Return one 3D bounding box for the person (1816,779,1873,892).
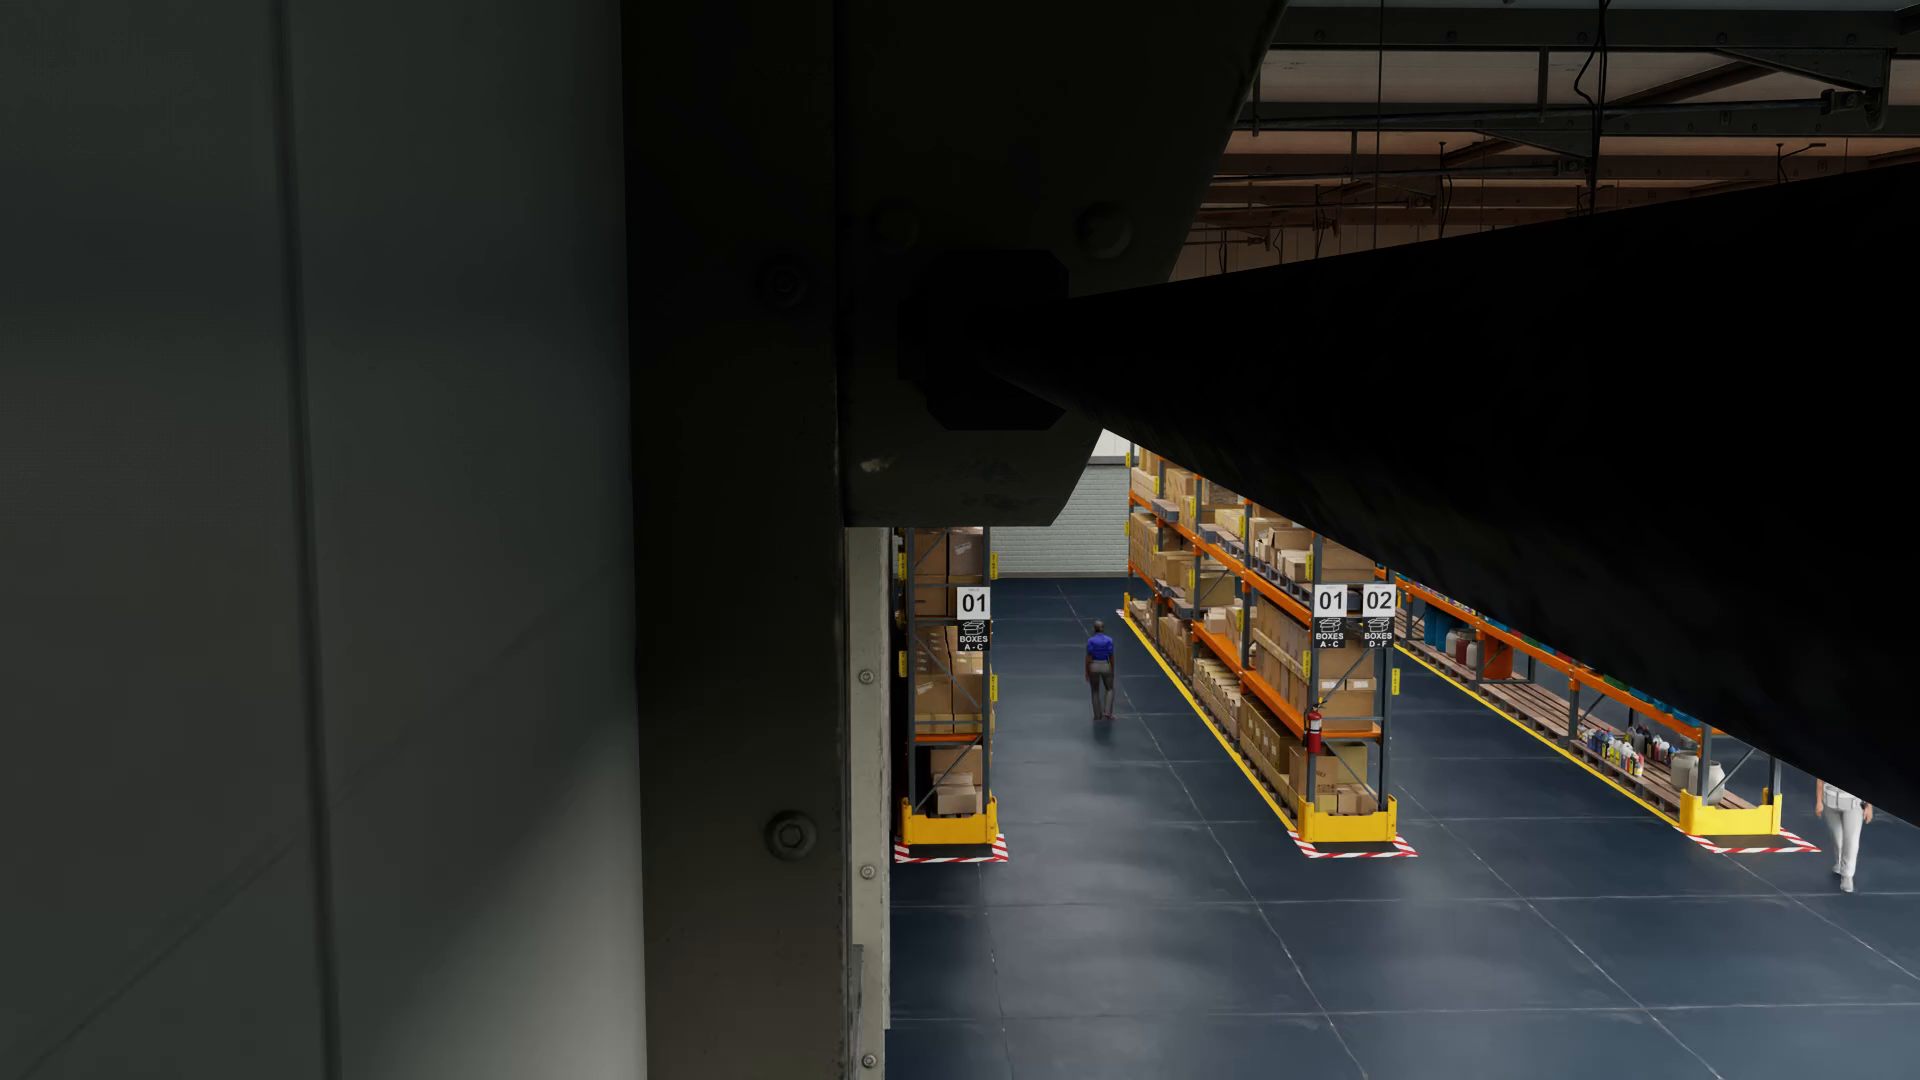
[{"bbox_3d":[10.082,3.031,18.991,0.907,1.721,0.573,-7,10,-43],"label":"person"}]

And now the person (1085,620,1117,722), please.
[{"bbox_3d":[2.259,2.110,26.659,0.507,1.656,0.501,0,7,-3],"label":"person"}]

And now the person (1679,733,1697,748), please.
[{"bbox_3d":[11.051,2.287,25.126,0.720,1.840,0.562,-1,7,-11],"label":"person"}]
